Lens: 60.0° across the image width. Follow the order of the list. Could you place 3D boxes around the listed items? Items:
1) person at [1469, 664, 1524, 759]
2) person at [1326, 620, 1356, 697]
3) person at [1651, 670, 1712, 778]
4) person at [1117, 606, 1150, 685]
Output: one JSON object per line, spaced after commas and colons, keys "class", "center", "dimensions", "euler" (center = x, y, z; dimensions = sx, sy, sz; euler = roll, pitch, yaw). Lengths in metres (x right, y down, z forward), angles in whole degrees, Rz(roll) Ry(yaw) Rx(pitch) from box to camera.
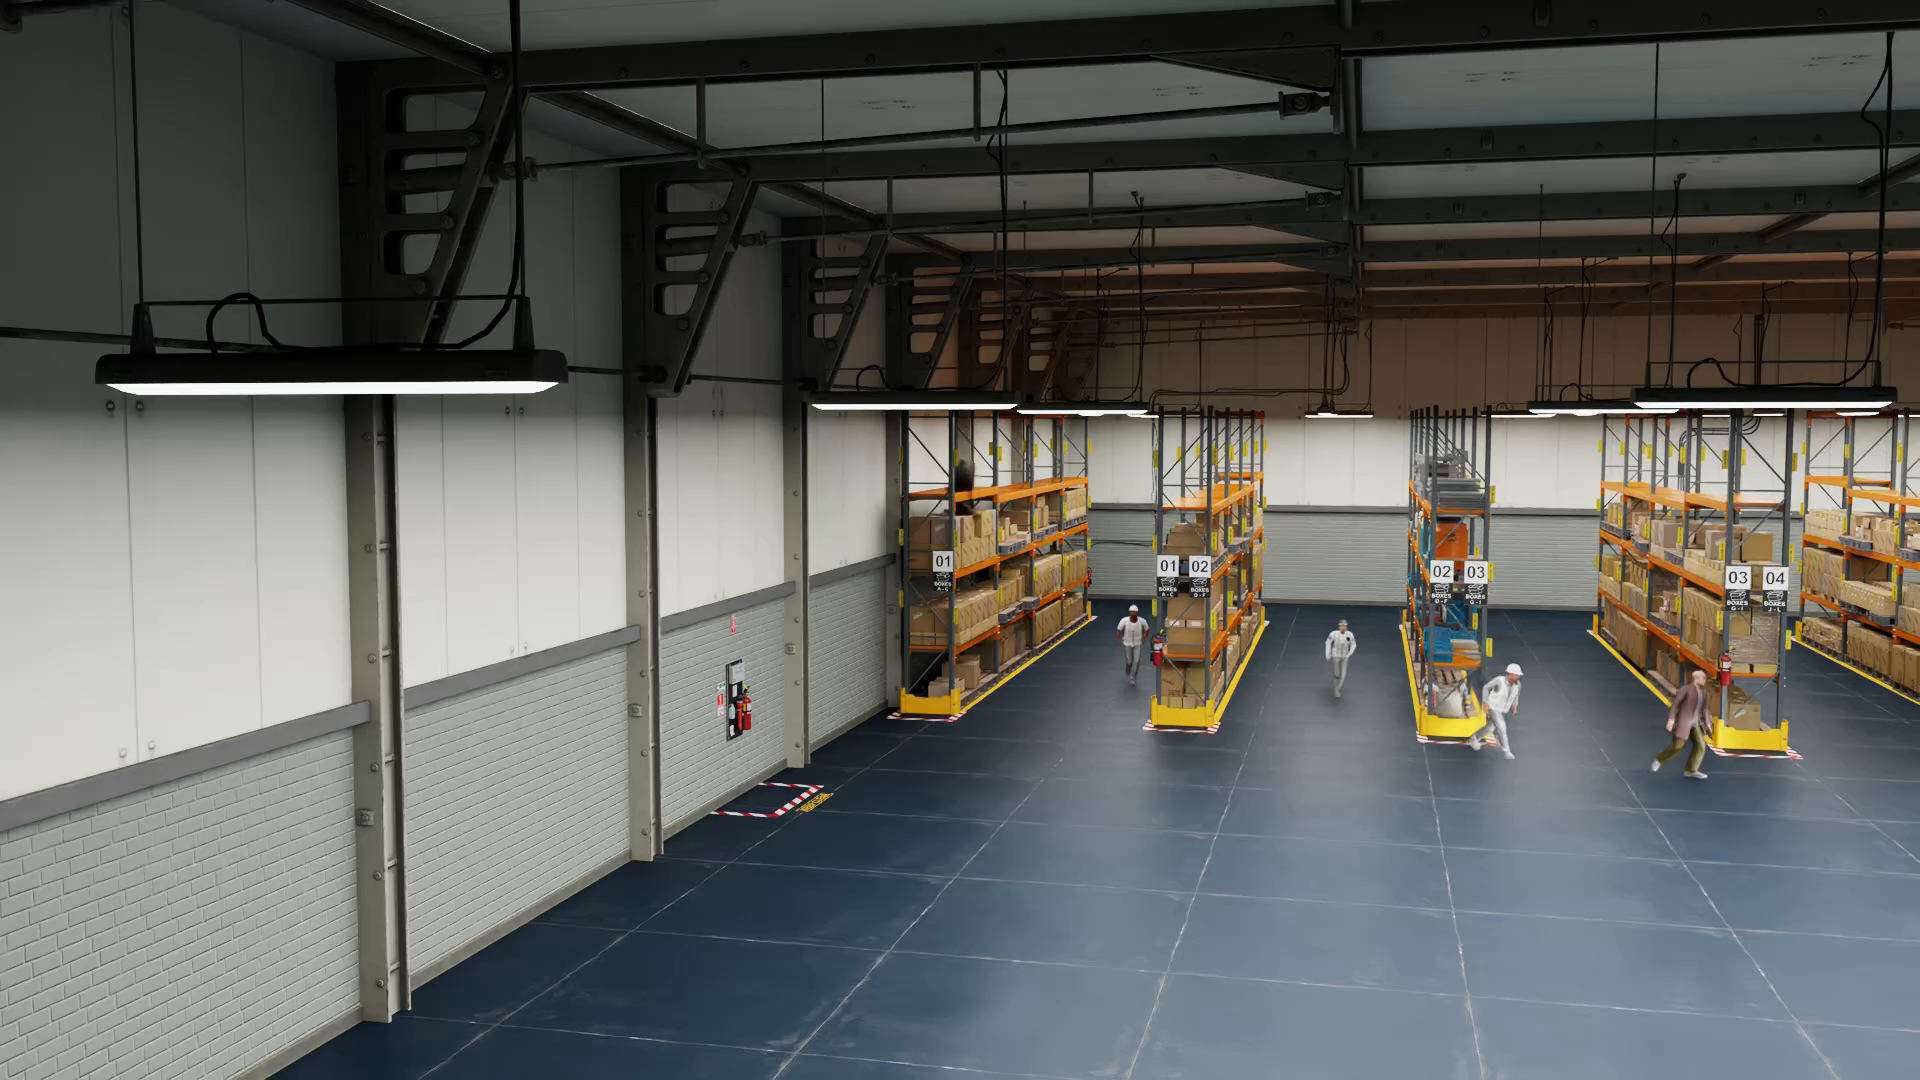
{"class": "person", "center": [9.137, 2.867, 28.369], "dimensions": [0.666, 1.616, 1.110], "euler": [-2, 4, -24]}
{"class": "person", "center": [7.928, 2.437, 34.637], "dimensions": [0.597, 1.624, 0.619], "euler": [0, 4, -1]}
{"class": "person", "center": [11.635, 2.937, 26.776], "dimensions": [0.787, 1.720, 0.827], "euler": [-2, 5, -29]}
{"class": "person", "center": [3.782, 2.277, 36.295], "dimensions": [0.715, 1.717, 0.643], "euler": [0, 4, 1]}
